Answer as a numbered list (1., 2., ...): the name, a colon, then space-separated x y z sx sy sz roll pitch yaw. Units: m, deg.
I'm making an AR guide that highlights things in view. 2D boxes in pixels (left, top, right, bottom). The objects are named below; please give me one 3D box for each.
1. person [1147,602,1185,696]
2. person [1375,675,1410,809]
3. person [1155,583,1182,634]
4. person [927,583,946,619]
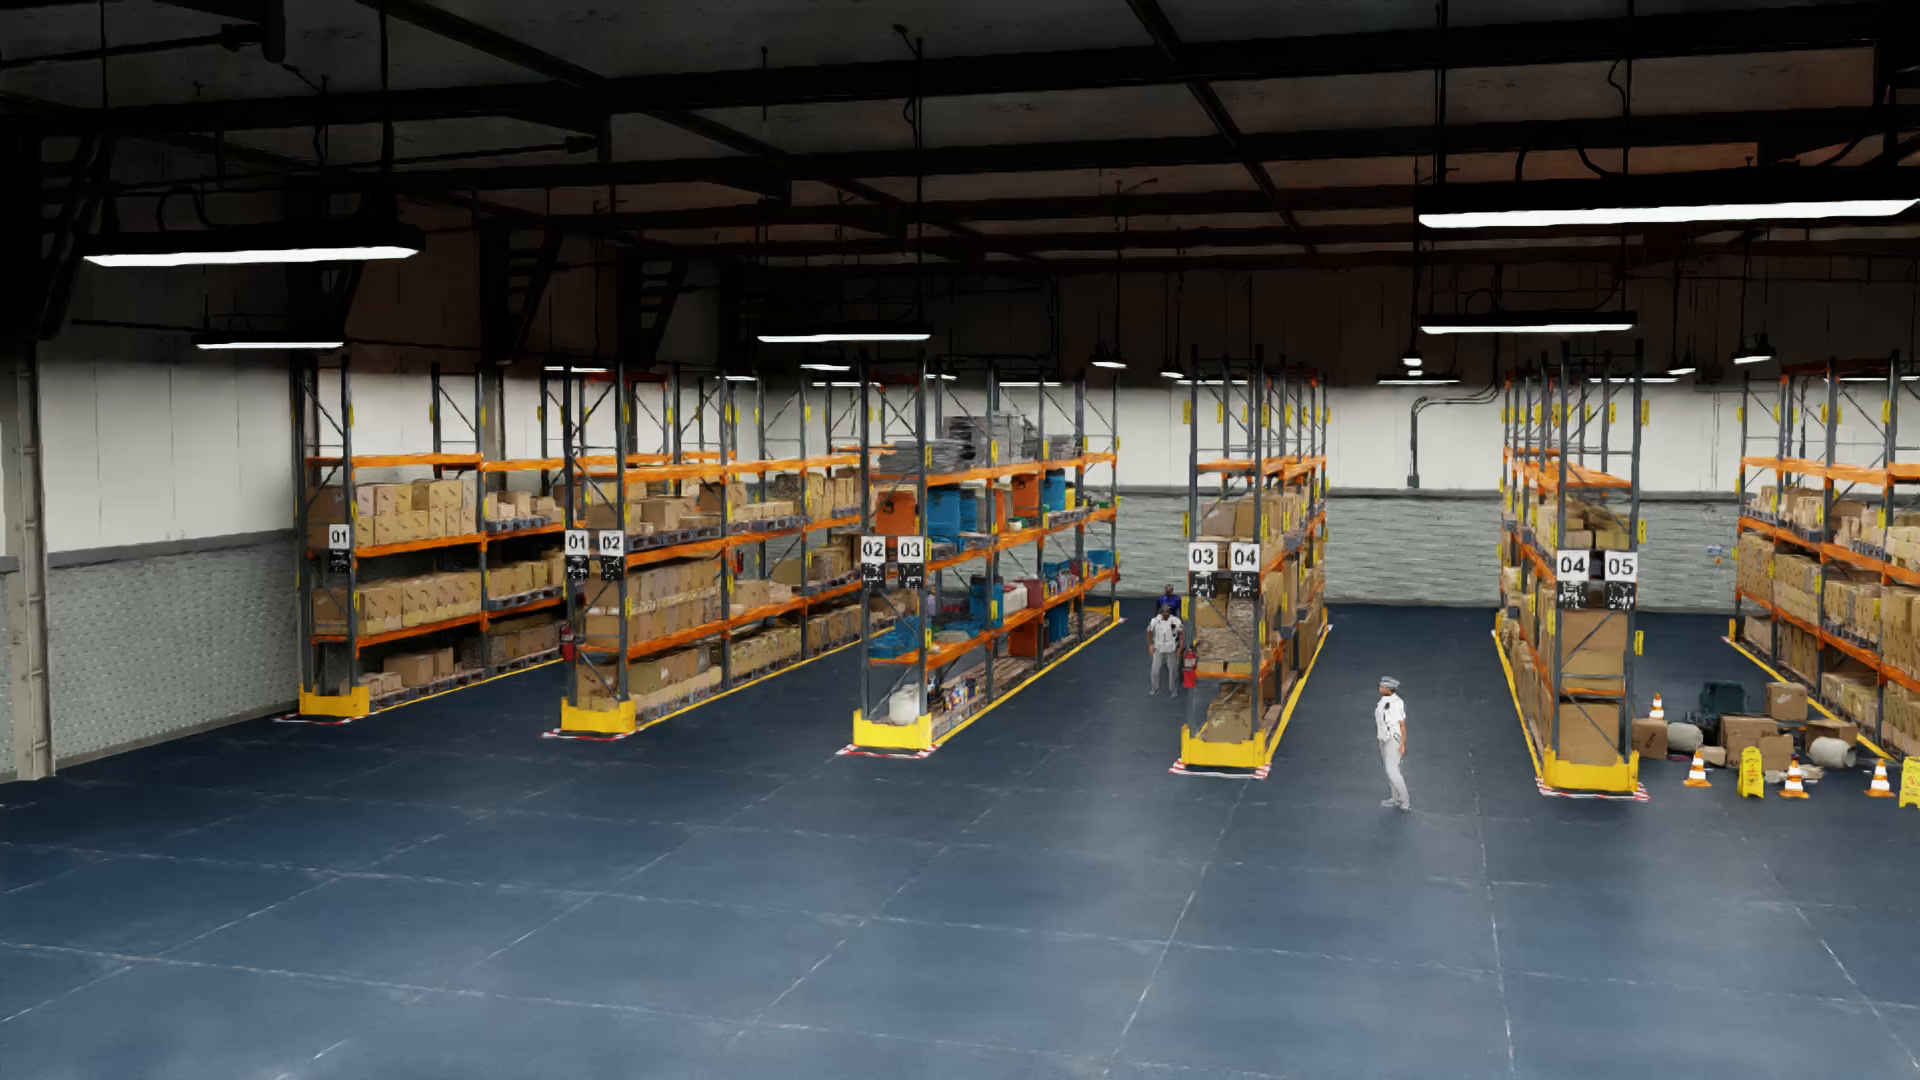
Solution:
1. person: 3.660 1.935 29.590 0.682 1.711 0.536 1 4 13
2. person: 5.524 2.569 21.210 0.382 1.671 0.562 -1 4 -16
3. person: 4.259 1.672 33.848 0.592 1.604 0.518 1 4 13
4. person: -0.476 1.664 33.973 0.481 1.551 1.085 1 5 18
